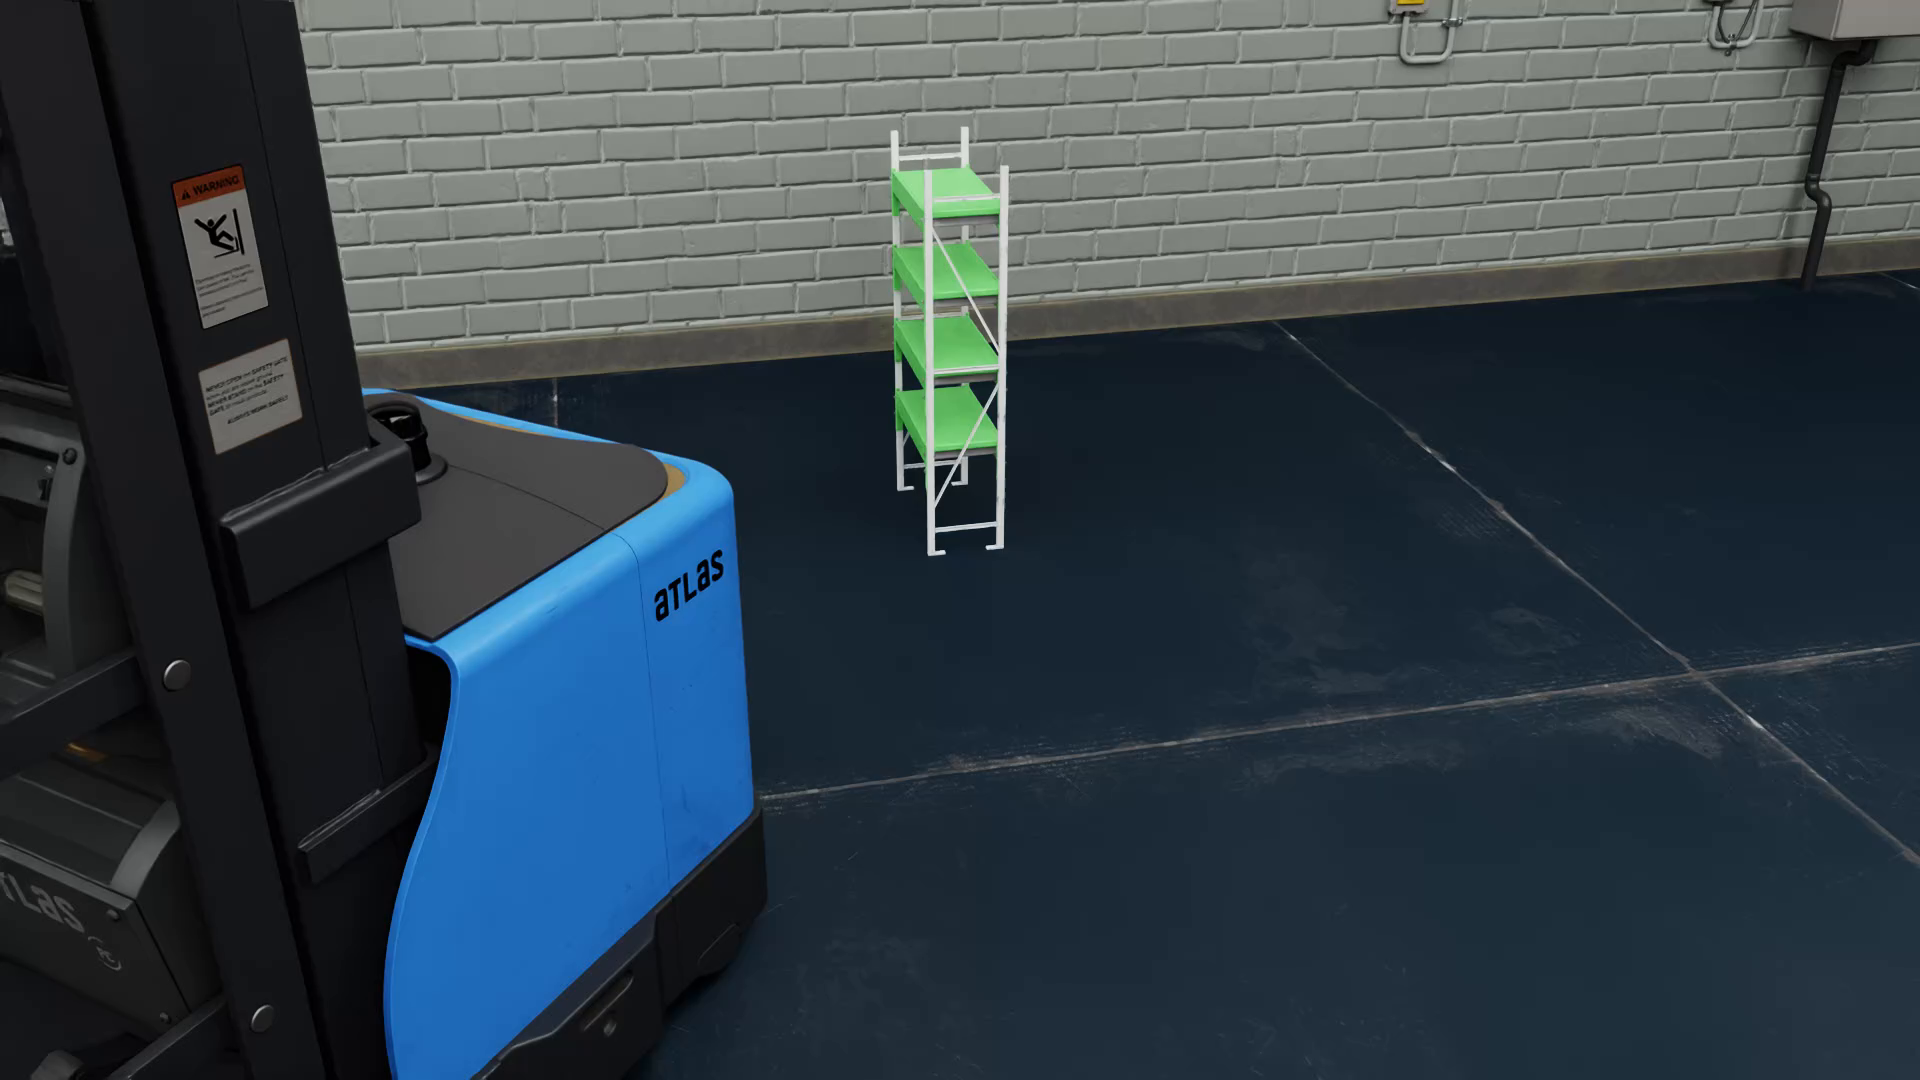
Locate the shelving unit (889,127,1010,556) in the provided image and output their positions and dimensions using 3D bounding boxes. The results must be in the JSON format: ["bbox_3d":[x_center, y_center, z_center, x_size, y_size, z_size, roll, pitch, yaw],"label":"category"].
[{"bbox_3d":[-0.037,-0.608,5.124,0.258,1.200,0.503,-6,27,-12],"label":"shelving unit"}]

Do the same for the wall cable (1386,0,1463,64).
[{"bbox_3d":[1.758,-2.776,6.259,0.585,1.953,0.123,-6,27,-12],"label":"wall cable"}]

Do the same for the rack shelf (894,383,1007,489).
[{"bbox_3d":[-0.037,-0.337,5.261,0.258,0.148,0.480,-6,27,-12],"label":"rack shelf"}]

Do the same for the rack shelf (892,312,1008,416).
[{"bbox_3d":[-0.037,-0.551,5.152,0.258,0.148,0.480,-6,27,-12],"label":"rack shelf"}]

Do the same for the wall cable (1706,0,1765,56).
[{"bbox_3d":[3.138,-2.911,6.561,0.588,1.984,0.122,-6,27,-12],"label":"wall cable"}]

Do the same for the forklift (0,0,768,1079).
[{"bbox_3d":[-1.545,-0.002,2.001,1.130,2.935,3.031,13,30,25],"label":"forklift"}]

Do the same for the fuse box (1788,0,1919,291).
[{"bbox_3d":[3.838,-1.883,7.081,0.539,1.711,0.414,-6,27,-12],"label":"fuse box"}]

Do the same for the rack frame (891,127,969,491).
[{"bbox_3d":[-0.092,-0.715,5.336,0.240,1.200,0.015,-6,27,-12],"label":"rack frame"}]

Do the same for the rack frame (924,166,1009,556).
[{"bbox_3d":[0.018,-0.501,4.911,0.240,1.200,0.015,-6,27,-12],"label":"rack frame"}]

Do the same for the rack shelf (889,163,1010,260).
[{"bbox_3d":[-0.037,-0.980,4.936,0.258,0.148,0.480,-6,27,-12],"label":"rack shelf"}]

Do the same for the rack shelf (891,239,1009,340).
[{"bbox_3d":[-0.037,-0.766,5.044,0.258,0.148,0.480,-6,27,-12],"label":"rack shelf"}]
